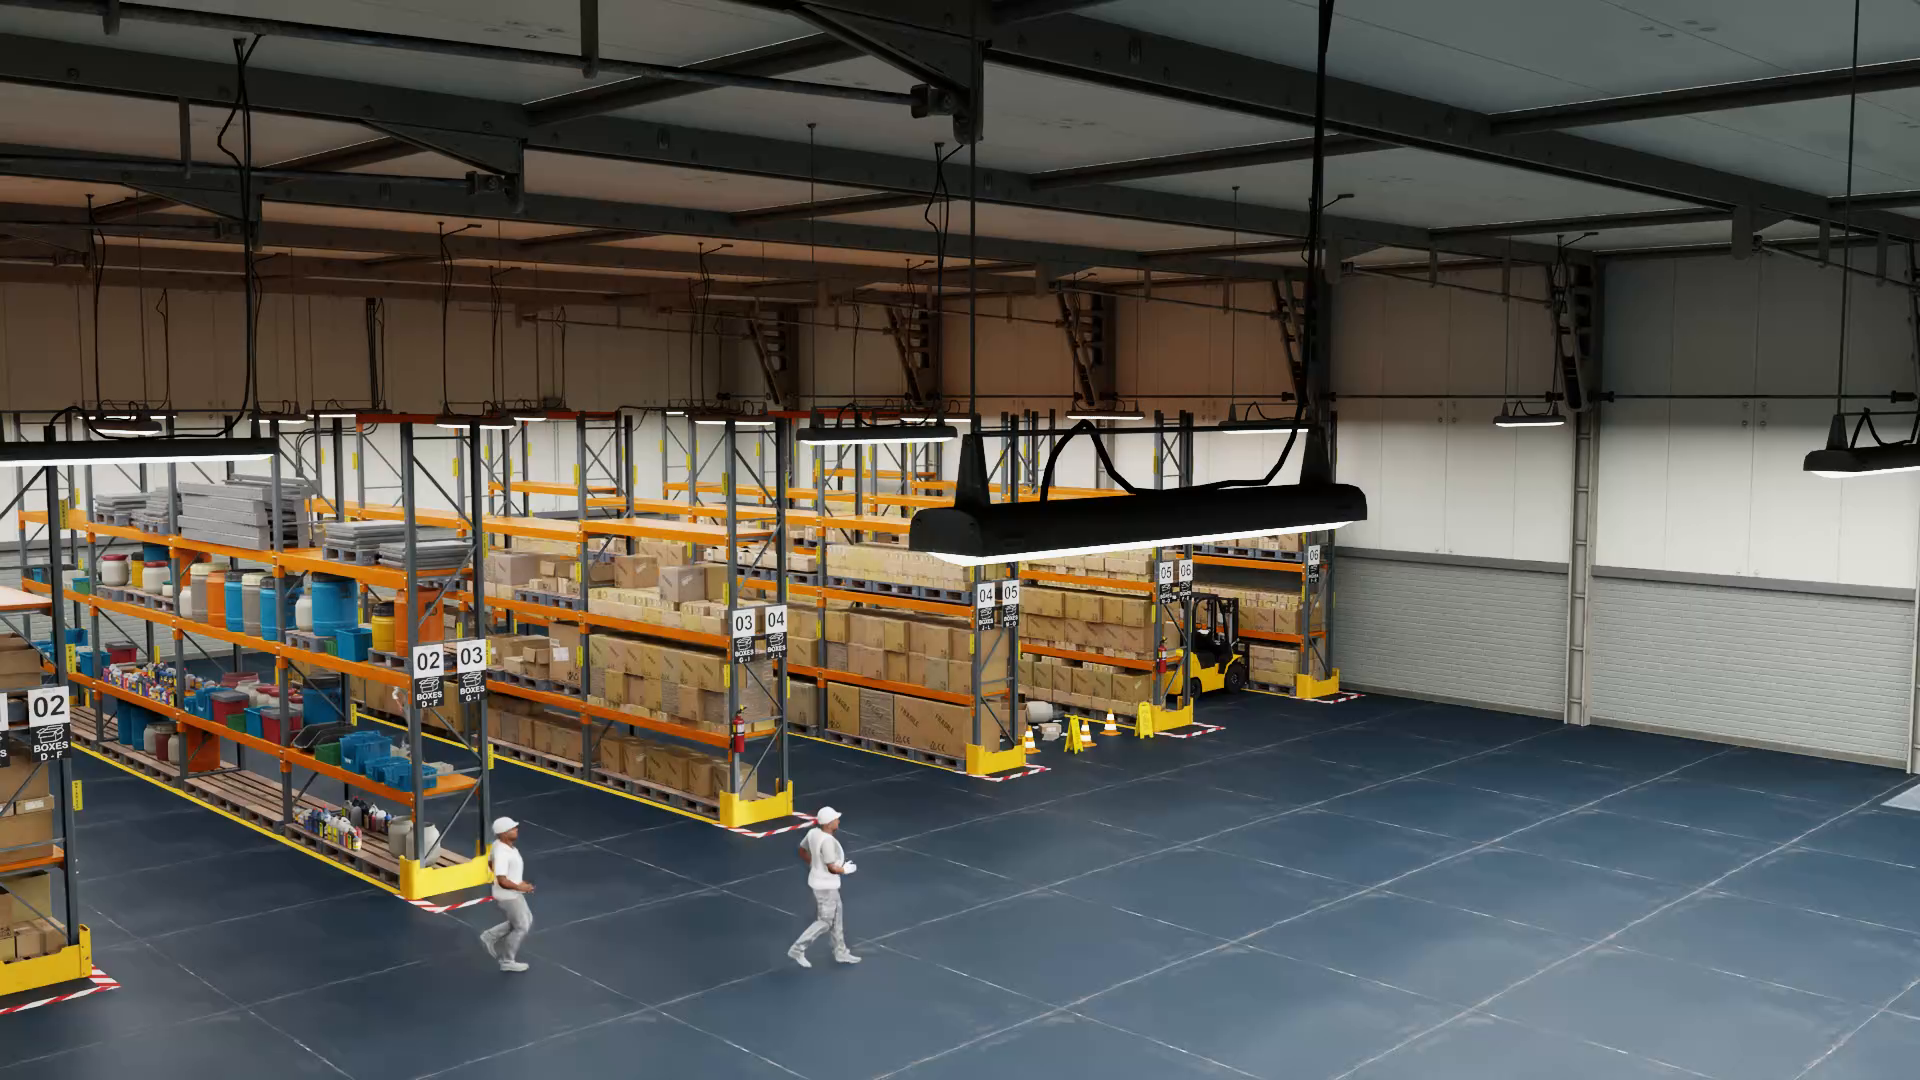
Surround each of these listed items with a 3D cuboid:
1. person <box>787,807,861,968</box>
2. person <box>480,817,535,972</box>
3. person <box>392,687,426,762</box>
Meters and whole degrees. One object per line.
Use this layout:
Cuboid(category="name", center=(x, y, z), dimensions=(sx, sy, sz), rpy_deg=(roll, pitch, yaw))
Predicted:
Cuboid(category="person", center=(-1.506, 3.839, 18.364), dimensions=(0.881, 1.798, 0.706), rpy_deg=(-2, 5, -20))
Cuboid(category="person", center=(-4.979, 3.892, 18.268), dimensions=(0.587, 1.723, 0.689), rpy_deg=(-2, 5, -18))
Cuboid(category="person", center=(-9.517, 3.004, 28.882), dimensions=(0.883, 1.594, 0.531), rpy_deg=(4, 7, 41))
